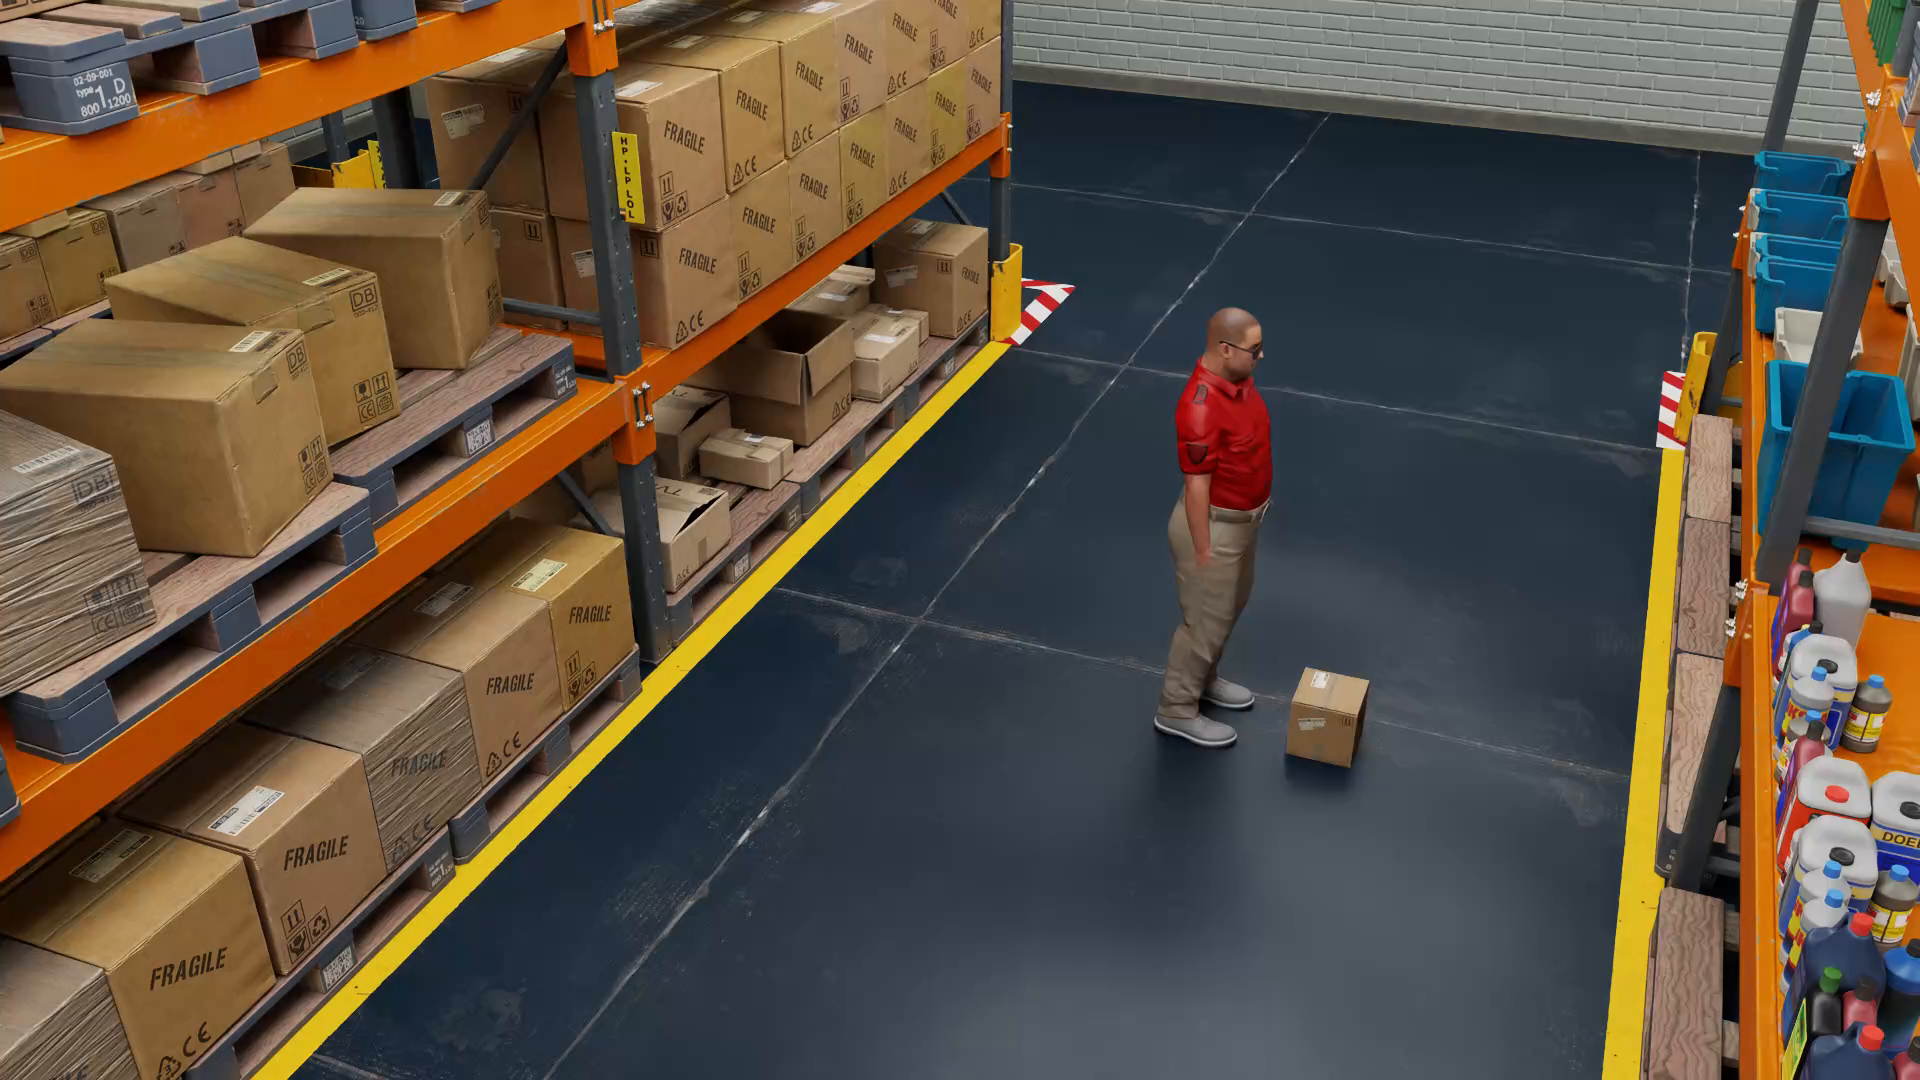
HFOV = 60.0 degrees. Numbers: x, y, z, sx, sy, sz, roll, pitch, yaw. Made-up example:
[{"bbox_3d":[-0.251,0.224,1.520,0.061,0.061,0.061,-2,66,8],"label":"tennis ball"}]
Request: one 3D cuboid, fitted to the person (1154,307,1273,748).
[{"bbox_3d":[0.989,-0.054,6.251,0.354,1.721,0.529,12,32,20],"label":"person"}]
